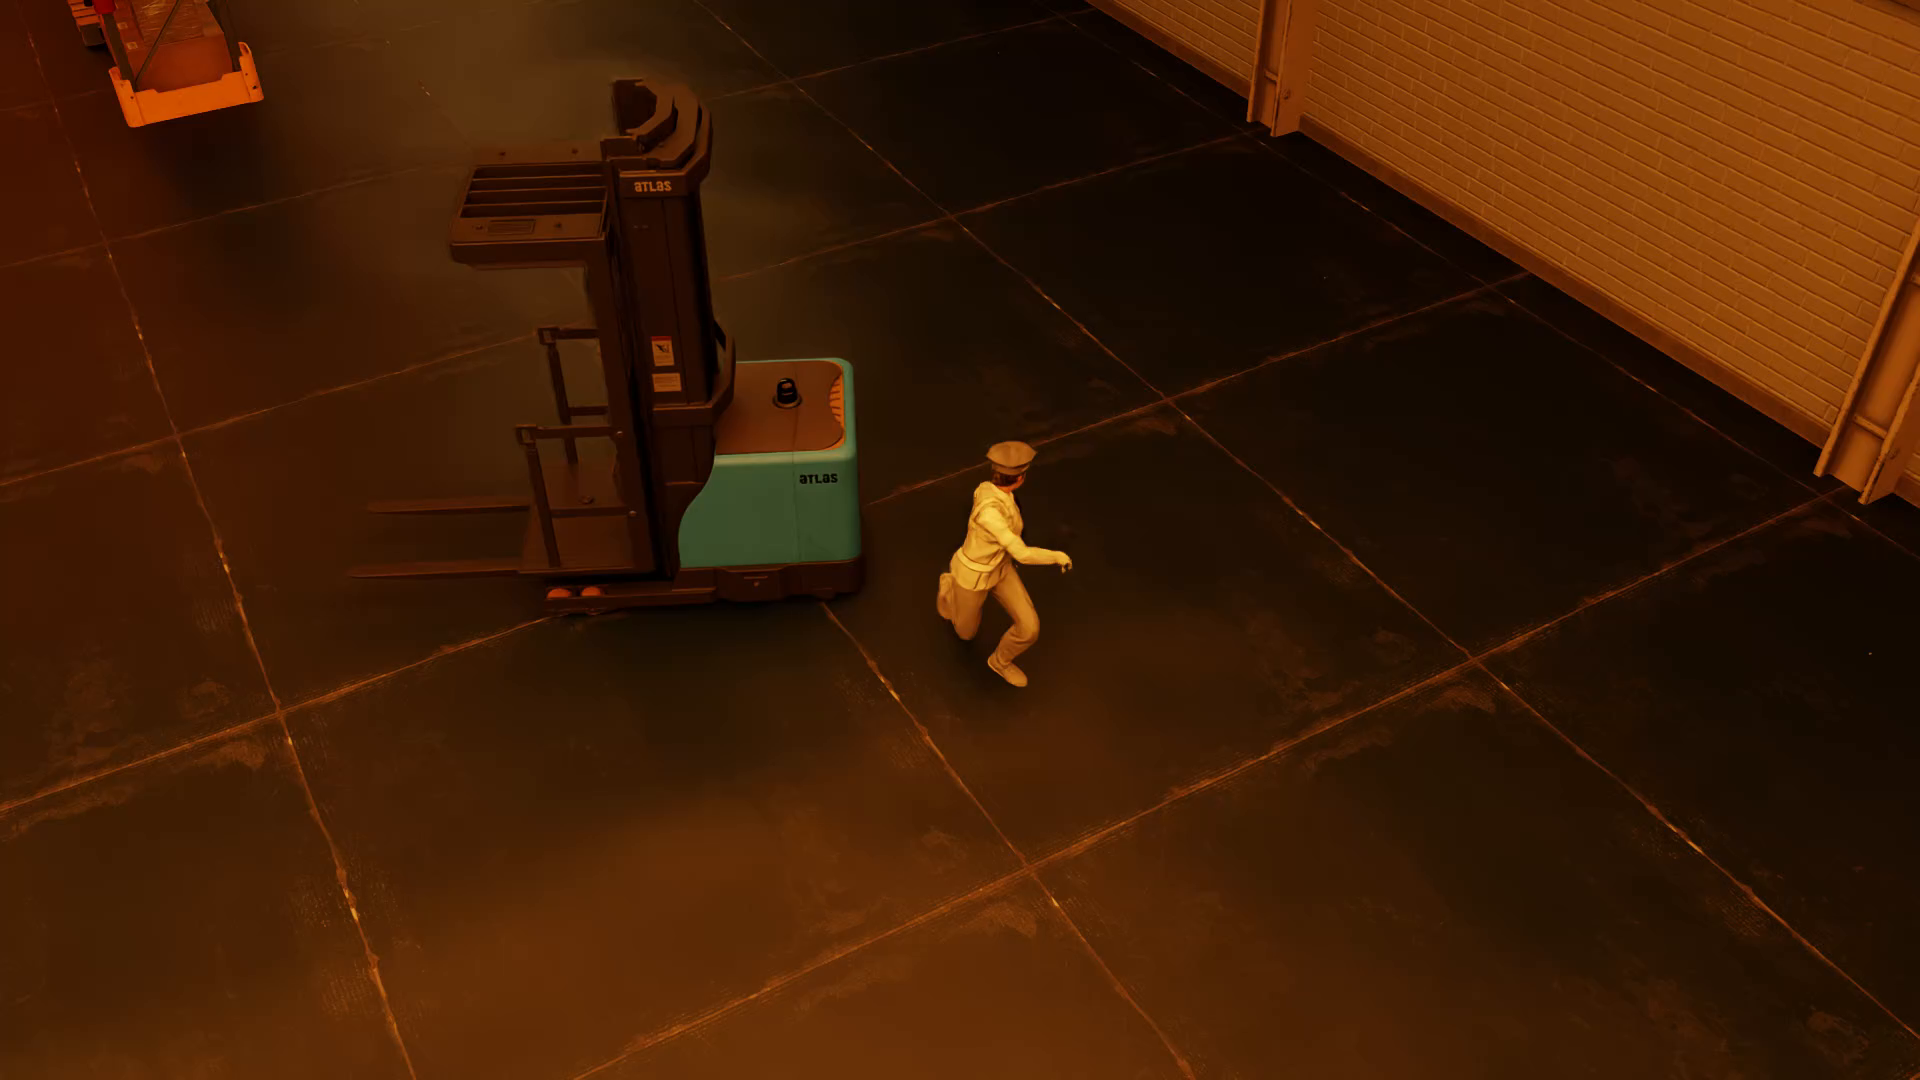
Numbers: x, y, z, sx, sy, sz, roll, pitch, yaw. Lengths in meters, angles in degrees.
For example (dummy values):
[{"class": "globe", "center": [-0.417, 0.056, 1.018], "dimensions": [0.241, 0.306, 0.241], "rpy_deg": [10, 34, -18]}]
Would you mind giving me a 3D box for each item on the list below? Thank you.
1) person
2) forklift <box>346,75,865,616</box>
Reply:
[{"class": "person", "center": [0.182, 0.086, 9.151], "dimensions": [0.846, 1.448, 0.580], "rpy_deg": [31, 49, 32]}, {"class": "forklift", "center": [-2.107, -1.031, 9.279], "dimensions": [3.031, 2.935, 1.130], "rpy_deg": [-3, 40, -3]}]
